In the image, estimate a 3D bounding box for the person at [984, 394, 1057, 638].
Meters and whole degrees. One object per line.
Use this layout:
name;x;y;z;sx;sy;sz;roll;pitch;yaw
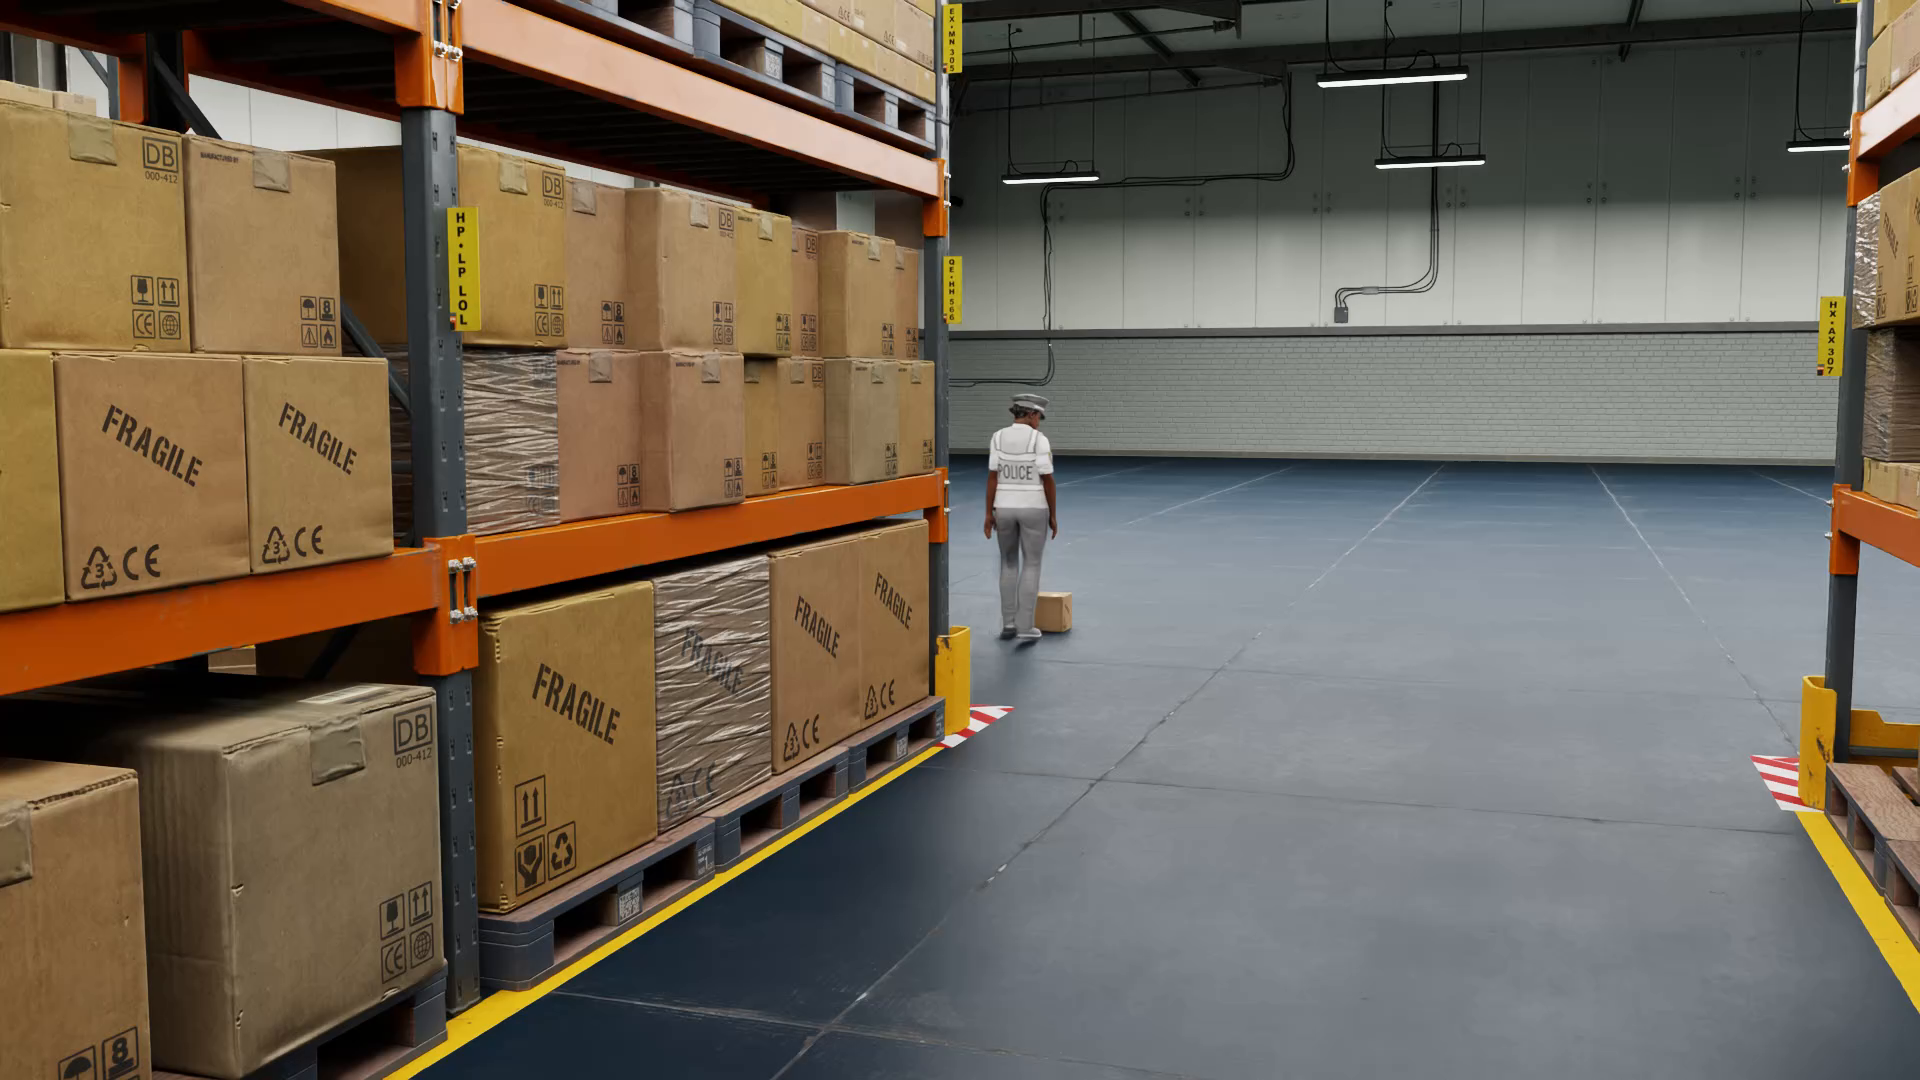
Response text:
person;0.449;-0.146;11.324;0.501;1.690;0.544;2;6;24
